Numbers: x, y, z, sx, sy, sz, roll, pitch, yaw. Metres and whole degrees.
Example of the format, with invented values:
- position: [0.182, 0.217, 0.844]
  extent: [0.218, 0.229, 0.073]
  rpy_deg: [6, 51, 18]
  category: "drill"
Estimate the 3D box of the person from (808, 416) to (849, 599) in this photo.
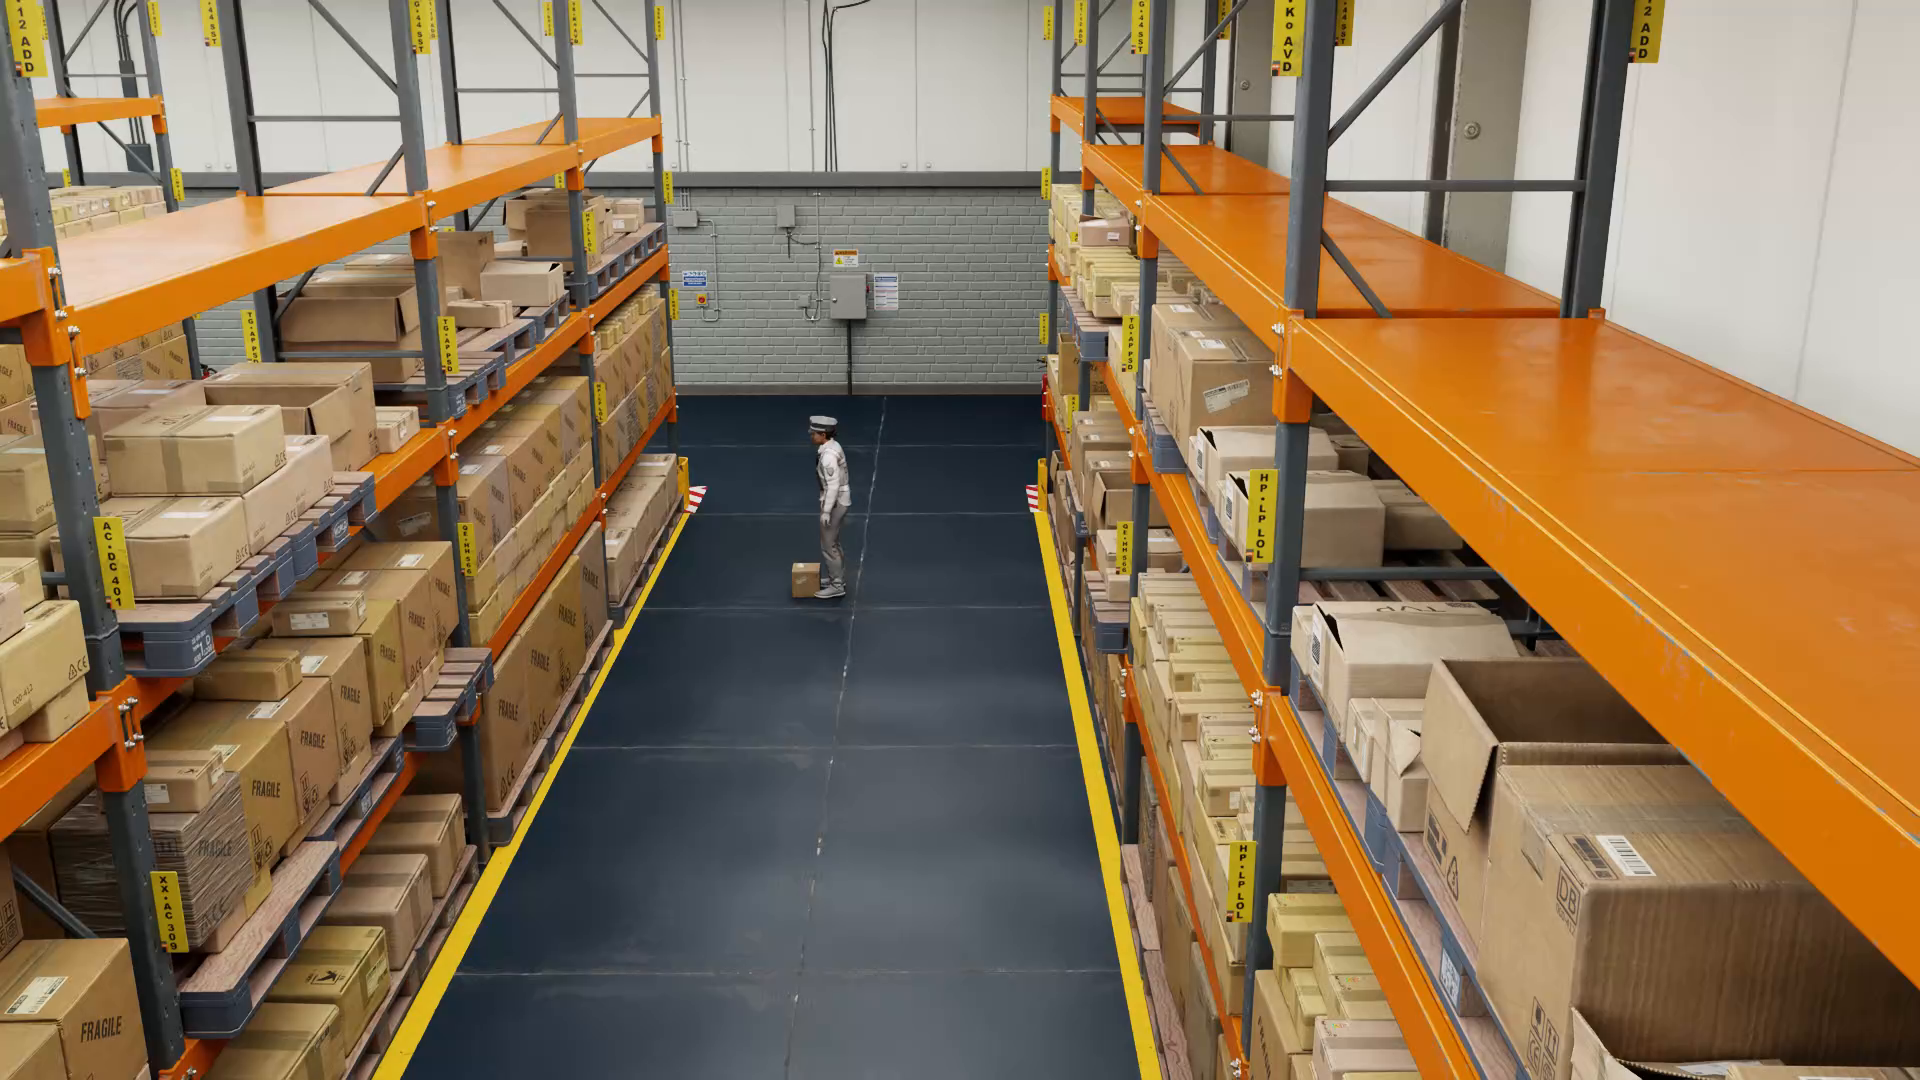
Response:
- position: [-1.182, -0.320, 15.090]
  extent: [0.356, 1.665, 0.461]
  rpy_deg: [-1, 17, -3]
  category: "person"
